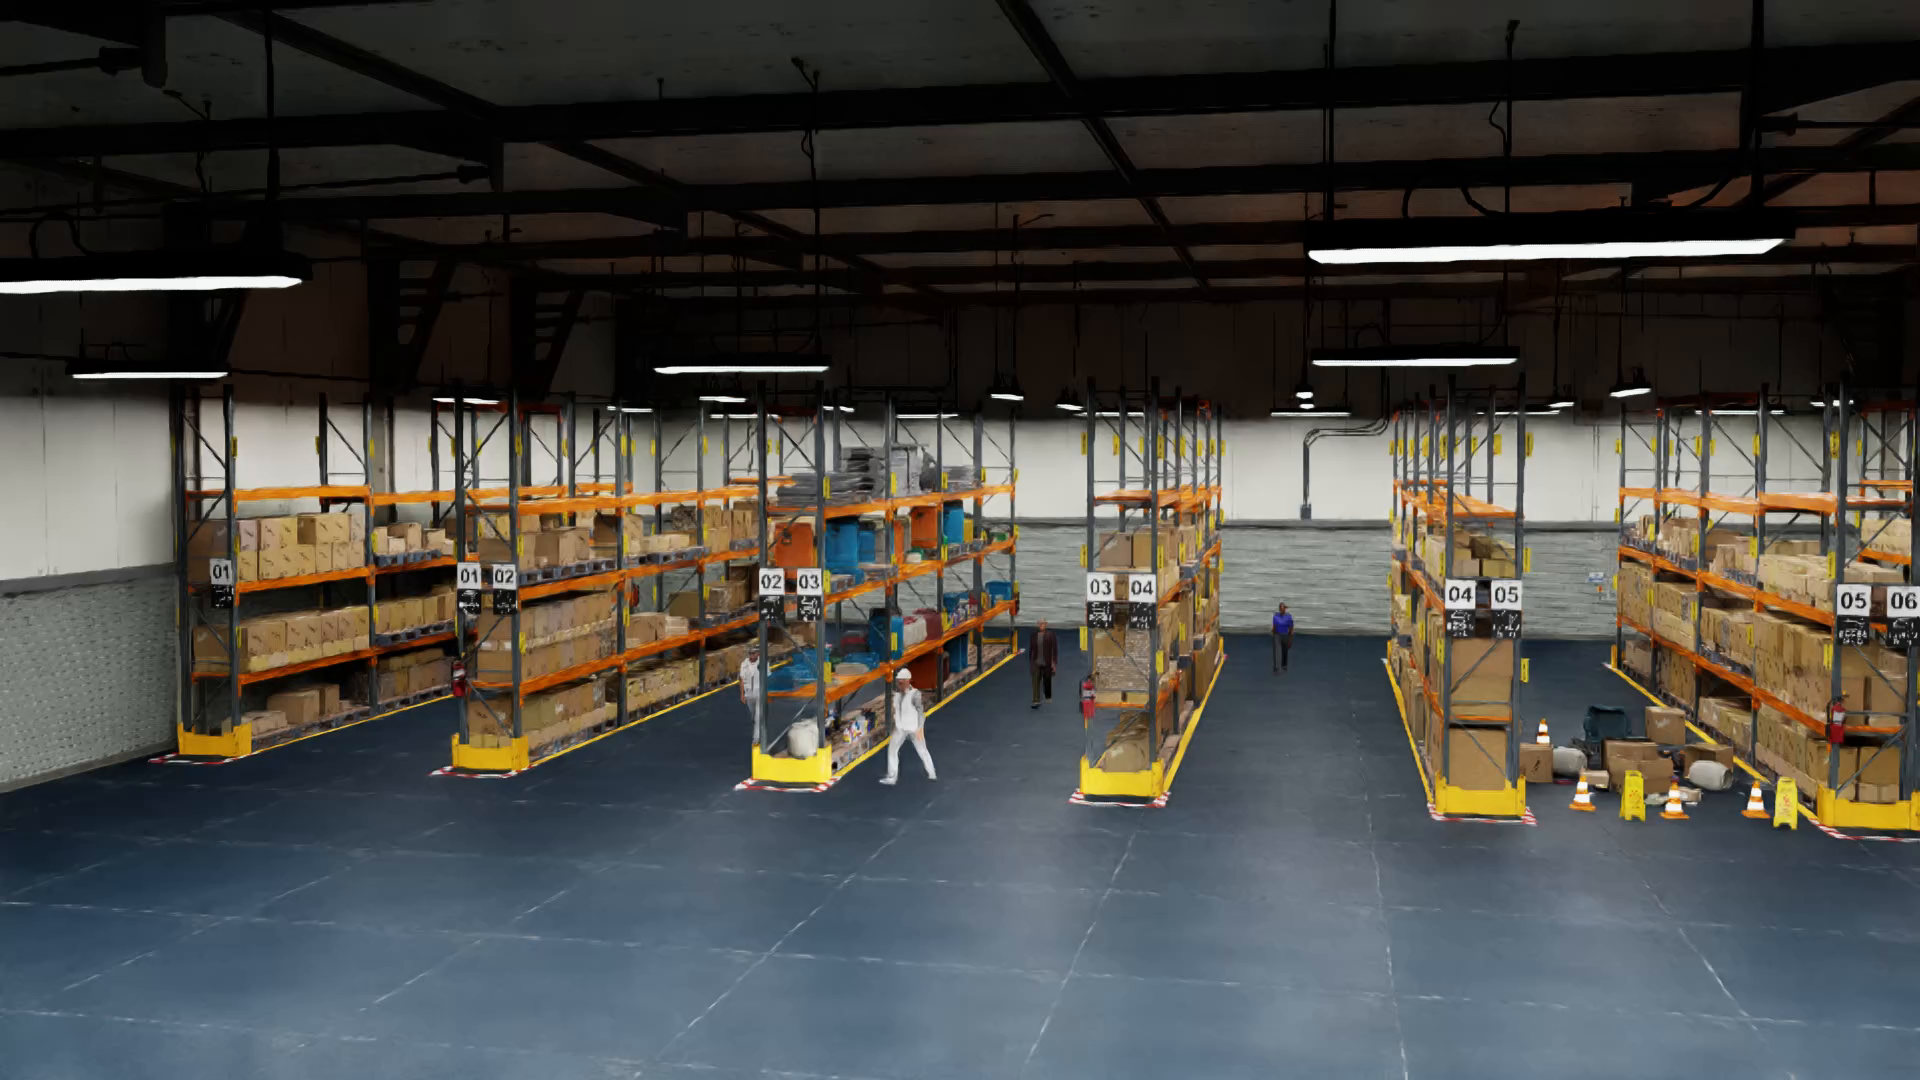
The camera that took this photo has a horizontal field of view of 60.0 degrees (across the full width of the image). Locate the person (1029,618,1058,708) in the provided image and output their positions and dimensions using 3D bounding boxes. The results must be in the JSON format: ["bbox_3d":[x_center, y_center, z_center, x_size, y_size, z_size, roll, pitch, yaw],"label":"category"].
[{"bbox_3d":[1.595,2.348,31.945,0.603,1.724,1.111,1,3,11],"label":"person"}]

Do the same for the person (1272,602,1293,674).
[{"bbox_3d":[7.121,2.140,36.701,0.447,1.571,1.078,1,3,10],"label":"person"}]

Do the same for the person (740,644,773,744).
[{"bbox_3d":[-3.468,2.574,28.103,0.542,1.675,1.126,1,3,14],"label":"person"}]

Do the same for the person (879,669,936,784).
[{"bbox_3d":[-0.750,2.763,24.742,0.576,1.723,0.961,2,4,34],"label":"person"}]
